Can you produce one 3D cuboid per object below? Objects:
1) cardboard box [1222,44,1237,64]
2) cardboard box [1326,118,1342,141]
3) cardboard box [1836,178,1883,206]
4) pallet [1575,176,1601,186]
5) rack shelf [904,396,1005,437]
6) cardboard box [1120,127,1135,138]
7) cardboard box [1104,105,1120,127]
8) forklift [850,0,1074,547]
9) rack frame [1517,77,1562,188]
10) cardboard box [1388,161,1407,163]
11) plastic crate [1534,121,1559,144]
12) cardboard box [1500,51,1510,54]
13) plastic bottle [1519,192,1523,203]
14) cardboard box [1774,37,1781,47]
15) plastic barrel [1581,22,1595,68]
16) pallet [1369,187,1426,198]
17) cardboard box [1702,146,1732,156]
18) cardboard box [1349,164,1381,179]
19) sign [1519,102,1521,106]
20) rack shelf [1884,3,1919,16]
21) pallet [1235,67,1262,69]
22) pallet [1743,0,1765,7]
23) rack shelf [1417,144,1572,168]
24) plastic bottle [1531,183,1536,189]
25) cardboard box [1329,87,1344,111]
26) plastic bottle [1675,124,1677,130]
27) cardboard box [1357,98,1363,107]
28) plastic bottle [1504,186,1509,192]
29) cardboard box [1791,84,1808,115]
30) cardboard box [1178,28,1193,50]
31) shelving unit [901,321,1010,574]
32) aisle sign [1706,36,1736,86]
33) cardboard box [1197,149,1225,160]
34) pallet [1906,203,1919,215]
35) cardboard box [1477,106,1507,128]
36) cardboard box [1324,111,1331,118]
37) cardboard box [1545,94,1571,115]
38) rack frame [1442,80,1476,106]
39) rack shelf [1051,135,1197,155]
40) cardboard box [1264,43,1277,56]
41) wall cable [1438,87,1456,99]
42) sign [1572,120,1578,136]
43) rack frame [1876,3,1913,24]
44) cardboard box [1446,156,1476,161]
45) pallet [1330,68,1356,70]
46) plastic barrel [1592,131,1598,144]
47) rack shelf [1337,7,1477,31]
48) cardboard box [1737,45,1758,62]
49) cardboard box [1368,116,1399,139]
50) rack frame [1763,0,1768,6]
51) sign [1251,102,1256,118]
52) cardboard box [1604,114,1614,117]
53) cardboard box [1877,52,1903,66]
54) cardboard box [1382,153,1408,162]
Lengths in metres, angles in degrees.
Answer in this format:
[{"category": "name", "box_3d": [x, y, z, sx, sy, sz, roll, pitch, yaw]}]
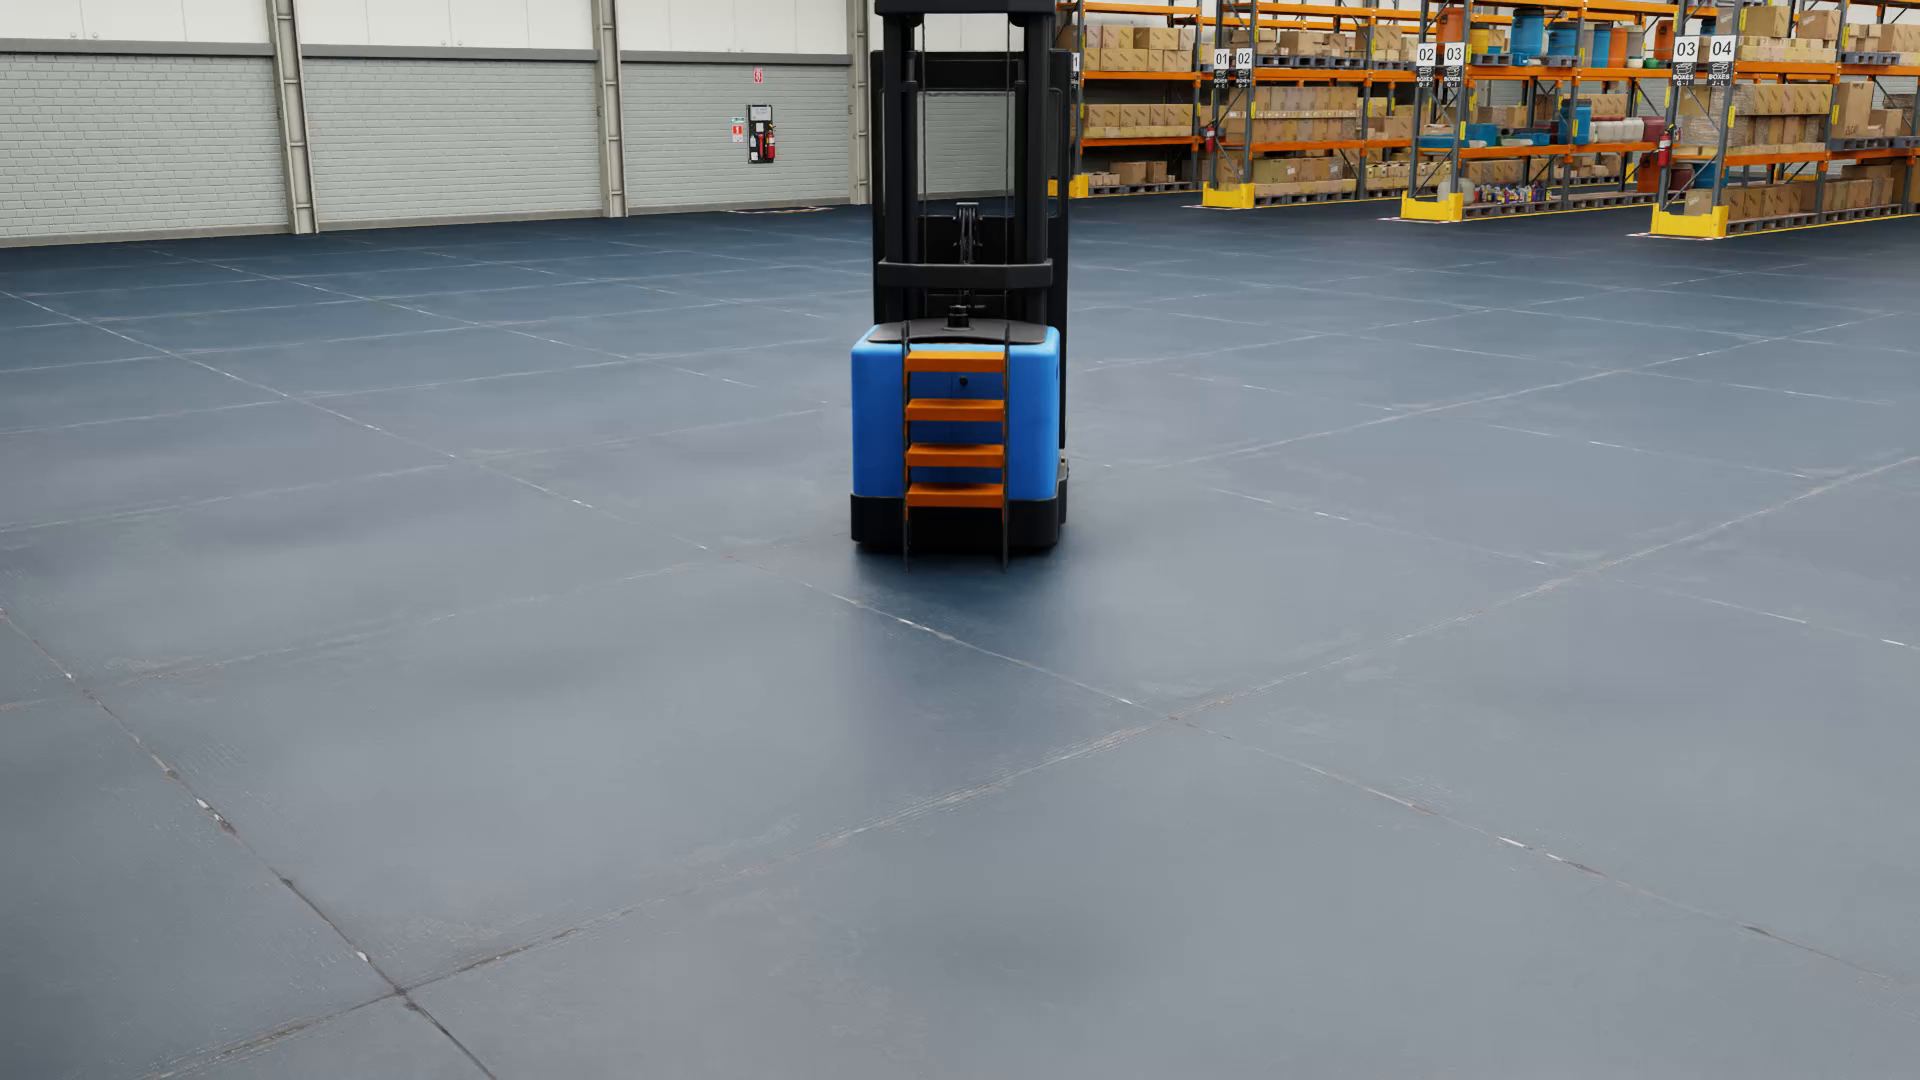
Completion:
[{"category": "cardboard box", "box_3d": [6.831, -12.124, 41.506, 0.500, 0.500, 0.500, -14, 20, -41]}, {"category": "cardboard box", "box_3d": [7.966, -9.055, 36.643, 0.500, 0.500, 0.700, -13, 20, -40]}, {"category": "cardboard box", "box_3d": [17.306, -6.713, 32.061, 0.700, 0.500, 0.500, 14, 20, 42]}, {"category": "pallet", "box_3d": [16.165, -9.506, 43.928, 1.213, 0.211, 1.003, -13, 19, -39]}, {"category": "rack shelf", "box_3d": [-0.017, -0.599, 8.060, 0.480, 0.148, 0.258, 1, 15, 4]}, {"category": "cardboard box", "box_3d": [3.765, -9.594, 39.106, 0.500, 0.250, 0.500, -13, 20, -40]}, {"category": "cardboard box", "box_3d": [3.355, -9.863, 38.663, 0.500, 0.500, 0.500, -13, 19, -39]}, {"category": "forklift", "box_3d": [0.079, -1.711, 9.478, 1.130, 2.935, 3.031, 1, 15, 4]}, {"category": "rack frame", "box_3d": [14.725, -10.529, 42.355, 0.127, 3.000, 1.000, -13, 19, -39]}, {"category": "cardboard box", "box_3d": [10.343, -8.789, 39.267, 0.500, 0.311, 0.500, -13, 20, -41]}, {"category": "plastic crate", "box_3d": [12.104, -8.381, 34.191, 0.583, 0.464, 0.402, -13, 19, -39]}, {"category": "cardboard box", "box_3d": [12.792, -11.604, 40.373, 0.500, 0.500, 0.910, -13, 19, -39]}, {"category": "plastic bottle", "box_3d": [11.058, -6.765, 32.833, 0.097, 0.201, 0.097, 0, 15, 0]}, {"category": "cardboard box", "box_3d": [13.536, -8.352, 27.909, 0.250, 0.149, 0.380, -14, 20, -42]}, {"category": "plastic barrel", "box_3d": [12.674, -10.139, 34.113, 0.600, 0.901, 0.600, 0, 15, 0]}, {"category": "pallet", "box_3d": [10.141, -8.167, 38.915, 1.213, 0.211, 1.003, -13, 19, -39]}, {"category": "cardboard box", "box_3d": [12.544, -6.447, 27.562, 0.250, 0.149, 0.380, -13, 19, -39]}, {"category": "cardboard box", "box_3d": [9.166, -8.341, 37.590, 0.500, 0.311, 0.500, -13, 19, -39]}, {"category": "sign", "box_3d": [14.363, -11.052, 42.634, 0.005, 0.325, 0.100, -13, 19, -39]}, {"category": "rack shelf", "box_3d": [19.717, -10.619, 33.235, 4.000, 0.370, 1.077, -13, 19, -39]}, {"category": "pallet", "box_3d": [6.752, -11.756, 41.501, 1.003, 0.211, 1.213, -13, 19, -39]}, {"category": "pallet", "box_3d": [17.370, -12.032, 37.497, 1.213, 0.211, 1.003, -13, 19, -39]}, {"category": "rack shelf", "box_3d": [10.430, -7.522, 32.493, 4.000, 0.370, 1.077, -13, 19, -39]}, {"category": "plastic bottle", "box_3d": [11.548, -7.004, 33.441, 0.185, 0.351, 0.144, -13, 19, -39]}, {"category": "cardboard box", "box_3d": [7.979, -9.687, 36.494, 0.500, 0.500, 0.700, -13, 20, -39]}, {"category": "plastic bottle", "box_3d": [16.231, -9.281, 37.777, 0.185, 0.351, 0.144, -13, 19, -39]}, {"category": "cardboard box", "box_3d": [10.510, -11.757, 44.689, 0.500, 0.250, 0.500, -12, 19, -38]}, {"category": "plastic bottle", "box_3d": [11.028, -6.999, 33.575, 0.097, 0.271, 0.097, 0, 15, 0]}, {"category": "cardboard box", "box_3d": [14.277, -7.620, 28.758, 0.500, 0.500, 0.500, -13, 19, -39]}, {"category": "cardboard box", "box_3d": [5.236, -11.990, 39.843, 0.500, 0.500, 0.500, 14, 20, 42]}, {"category": "shelving unit", "box_3d": [-0.017, -0.448, 8.101, 0.503, 1.200, 0.258, 1, 15, 4]}, {"category": "aisle sign", "box_3d": [12.323, -7.754, 26.929, 0.004, 0.787, 0.394, -13, 19, -39]}, {"category": "cardboard box", "box_3d": [6.310, -9.708, 41.819, 0.500, 0.250, 0.500, -13, 20, -41]}, {"category": "pallet", "box_3d": [18.852, -6.694, 33.401, 1.213, 0.211, 1.003, -13, 19, -39]}, {"category": "cardboard box", "box_3d": [12.924, -10.349, 40.674, 0.500, 0.500, 0.700, -9, 17, -29]}, {"category": "cardboard box", "box_3d": [7.857, -9.276, 36.212, 0.250, 0.149, 0.380, -13, 20, -40]}, {"category": "cardboard box", "box_3d": [15.266, -11.085, 42.307, 0.500, 0.500, 0.500, -12, 19, -38]}, {"category": "rack frame", "box_3d": [14.488, -12.170, 48.500, 0.127, 3.000, 1.000, -13, 19, -39]}, {"category": "rack shelf", "box_3d": [3.927, -9.451, 39.714, 4.000, 0.370, 1.077, -13, 19, -39]}, {"category": "cardboard box", "box_3d": [6.368, -10.390, 35.227, 0.500, 0.250, 0.500, -13, 19, -39]}, {"category": "wall cable", "box_3d": [14.833, -13.062, 49.870, 1.851, 1.984, 0.084, -13, 19, -39]}, {"category": "sign", "box_3d": [12.292, -8.234, 33.225, 0.005, 0.325, 0.100, -13, 19, -39]}, {"category": "rack frame", "box_3d": [18.208, -10.821, 31.822, 0.127, 3.000, 1.000, -13, 19, -39]}, {"category": "cardboard box", "box_3d": [12.299, -9.433, 40.790, 0.500, 0.250, 0.500, -12, 19, -37]}, {"category": "pallet", "box_3d": [9.746, -12.482, 44.222, 1.213, 0.211, 1.003, -12, 19, -37]}, {"category": "plastic barrel", "box_3d": [13.038, -8.336, 34.414, 0.301, 0.262, 0.301, 0, 15, 0]}, {"category": "rack shelf", "box_3d": [10.199, -11.870, 37.920, 4.000, 0.370, 1.077, -13, 19, -39]}, {"category": "cardboard box", "box_3d": [12.706, -7.975, 27.272, 0.500, 0.250, 0.500, -12, 19, -38]}, {"category": "cardboard box", "box_3d": [9.678, -9.438, 38.078, 0.500, 0.500, 0.500, -11, 18, -35]}, {"category": "rack frame", "box_3d": [17.974, -12.462, 37.968, 0.127, 3.000, 1.000, -13, 19, -39]}, {"category": "sign", "box_3d": [6.033, -8.844, 34.214, 0.005, 0.325, 0.100, -13, 19, -39]}, {"category": "cardboard box", "box_3d": [16.815, -10.954, 43.753, 0.500, 0.500, 0.500, -12, 19, -39]}, {"category": "cardboard box", "box_3d": [17.264, -8.999, 31.107, 0.500, 0.250, 0.500, -12, 19, -38]}, {"category": "cardboard box", "box_3d": [12.102, -10.595, 46.631, 0.500, 0.500, 0.700, -12, 19, -39]}]
